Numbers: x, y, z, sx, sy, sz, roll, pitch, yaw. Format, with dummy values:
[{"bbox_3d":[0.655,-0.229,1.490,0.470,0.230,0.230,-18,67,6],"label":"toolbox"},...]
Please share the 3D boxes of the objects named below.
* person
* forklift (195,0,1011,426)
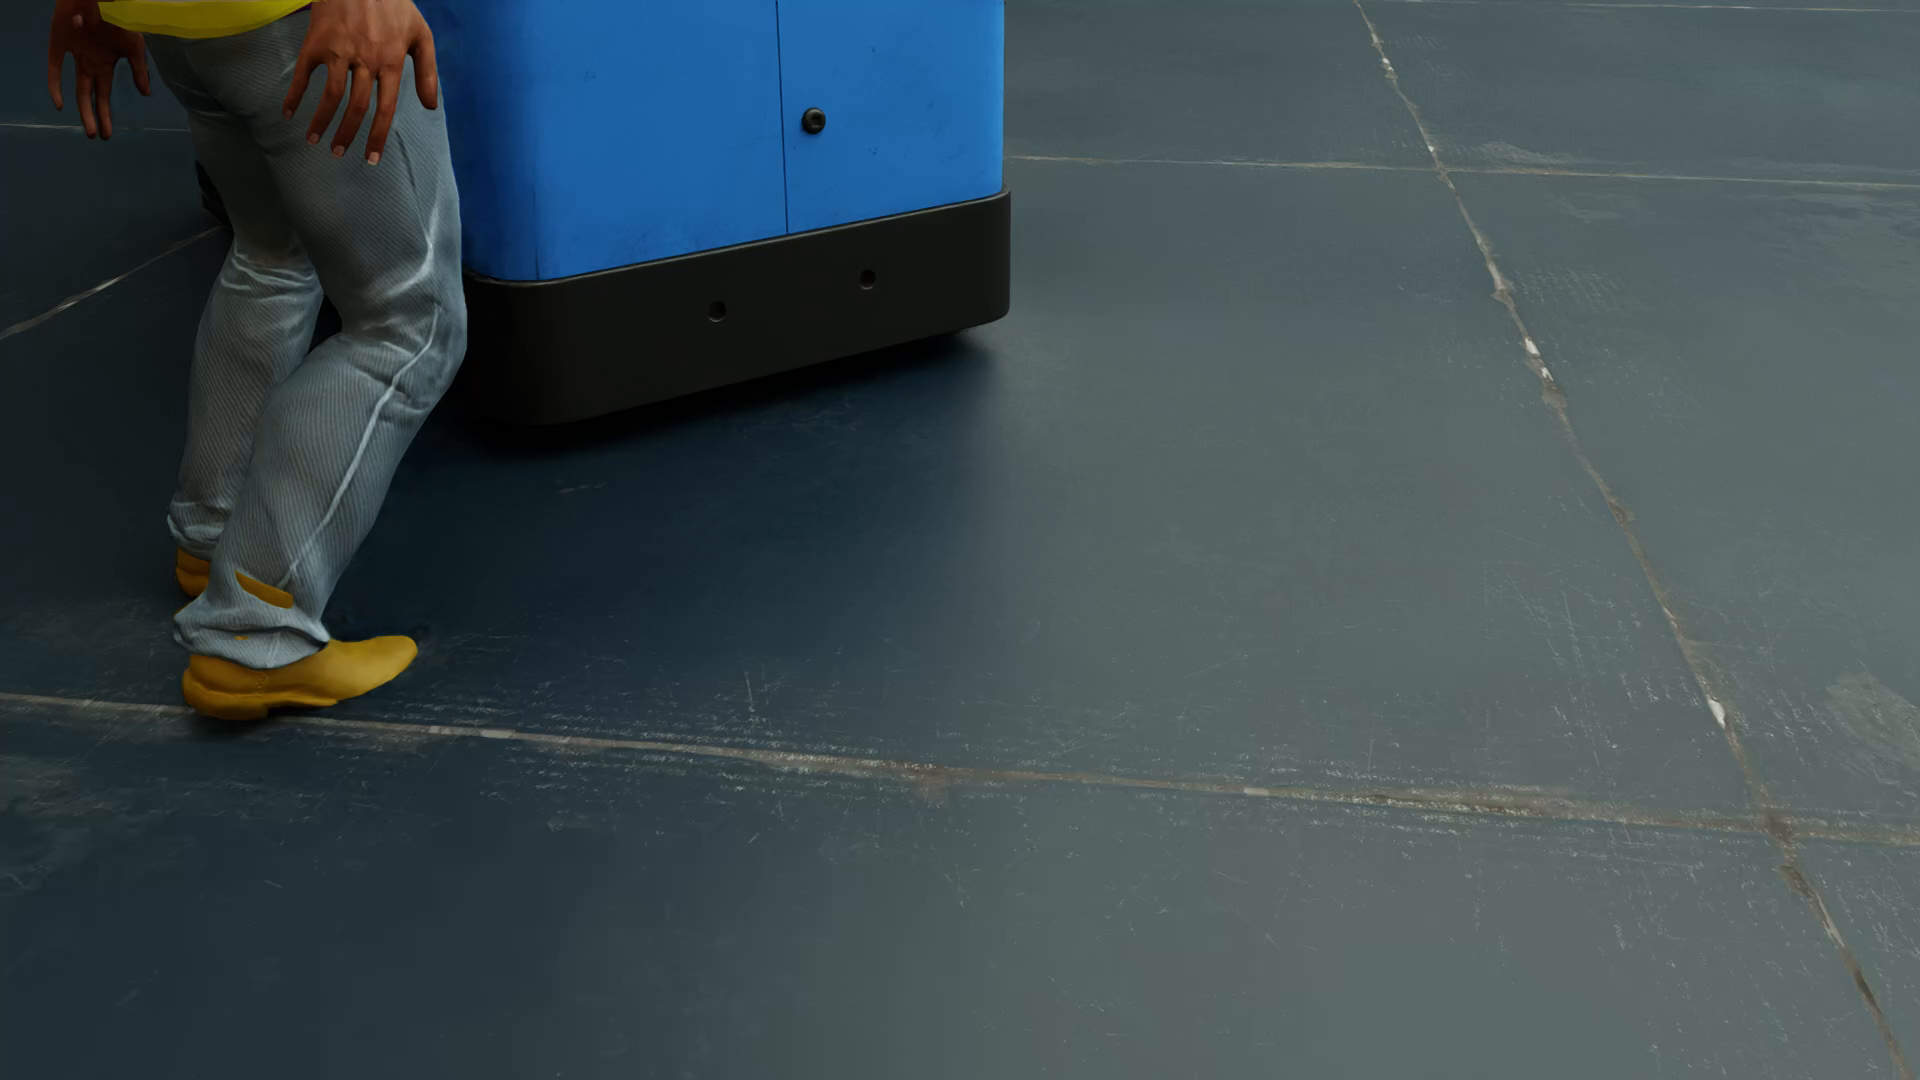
[{"bbox_3d":[-0.843,-0.623,1.892,0.912,1.720,0.504,24,35,39],"label":"person"},{"bbox_3d":[-1.171,-2.099,3.424,1.130,2.935,3.031,-18,32,-31],"label":"forklift"}]
